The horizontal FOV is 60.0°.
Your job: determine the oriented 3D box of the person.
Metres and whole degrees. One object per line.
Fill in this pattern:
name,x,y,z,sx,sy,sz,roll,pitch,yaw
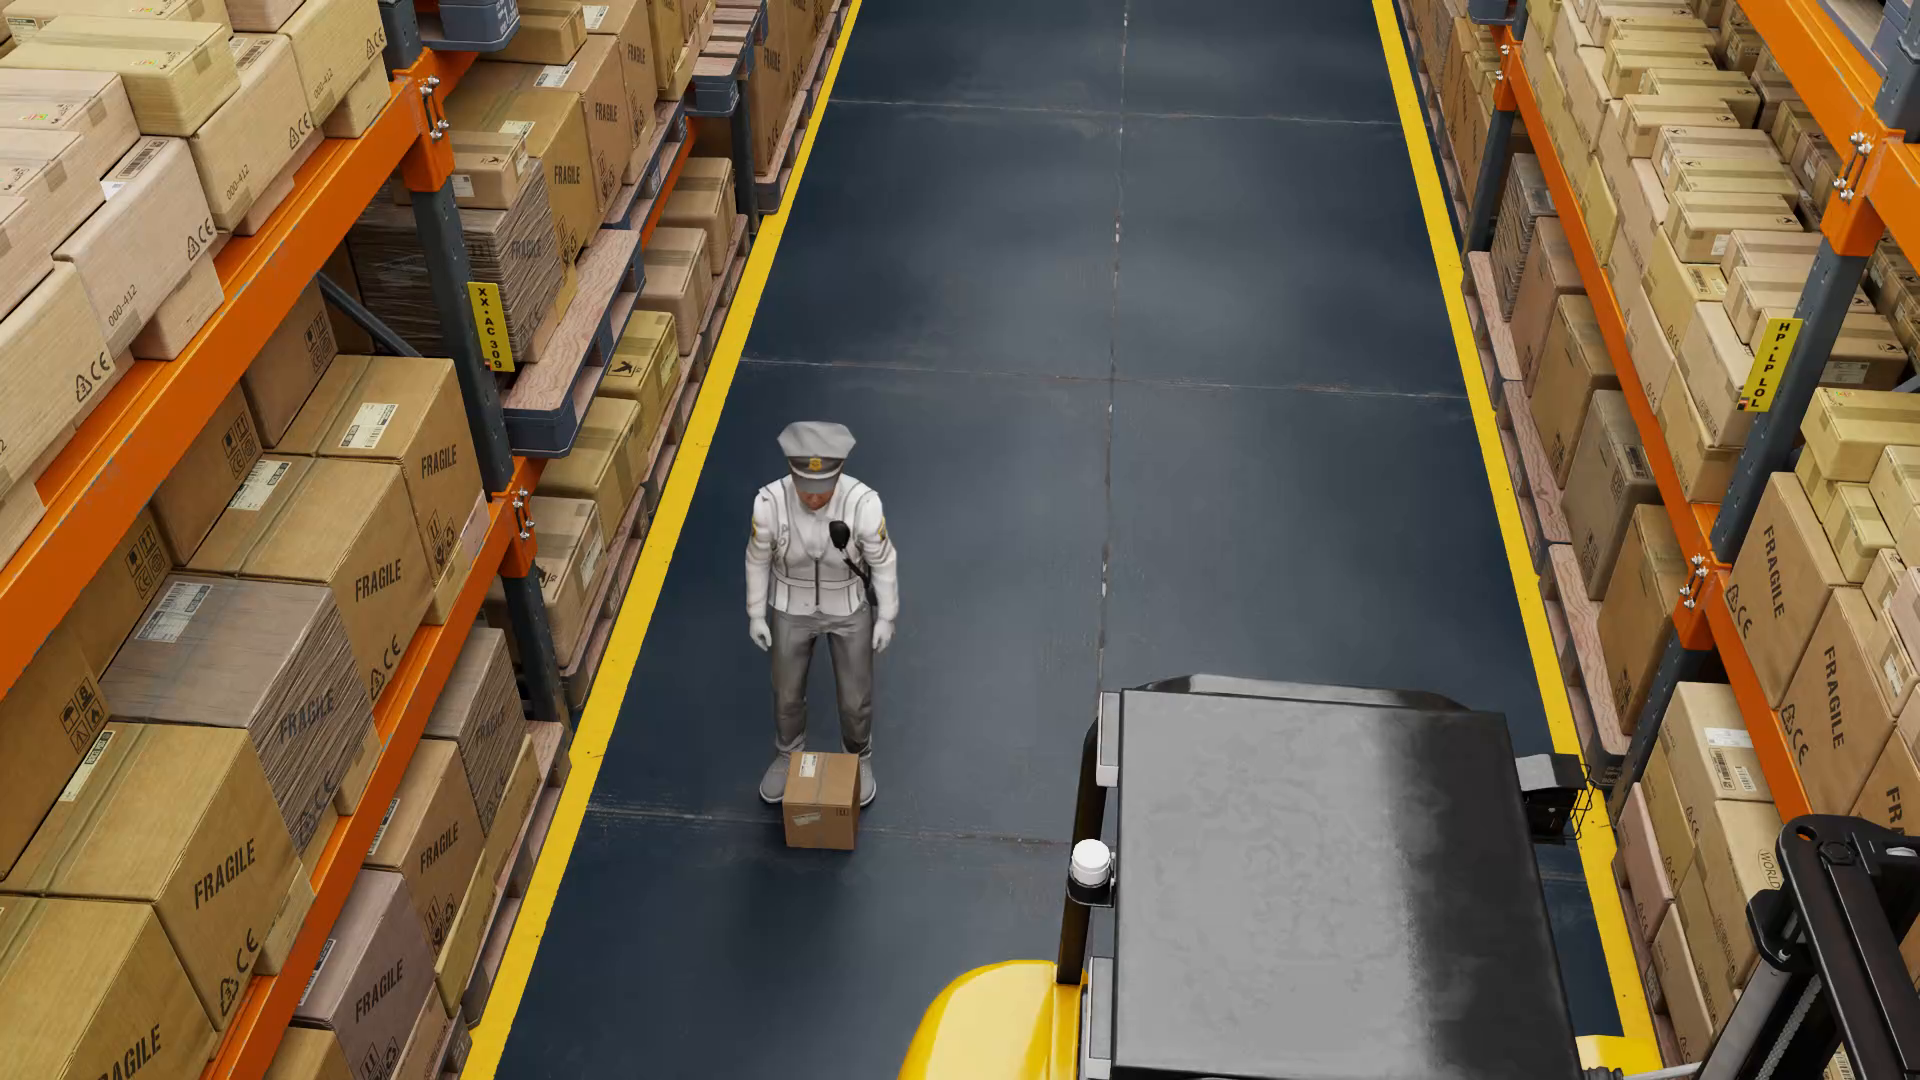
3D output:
person,-0.485,0.264,5.844,0.543,1.662,0.375,1,40,1
